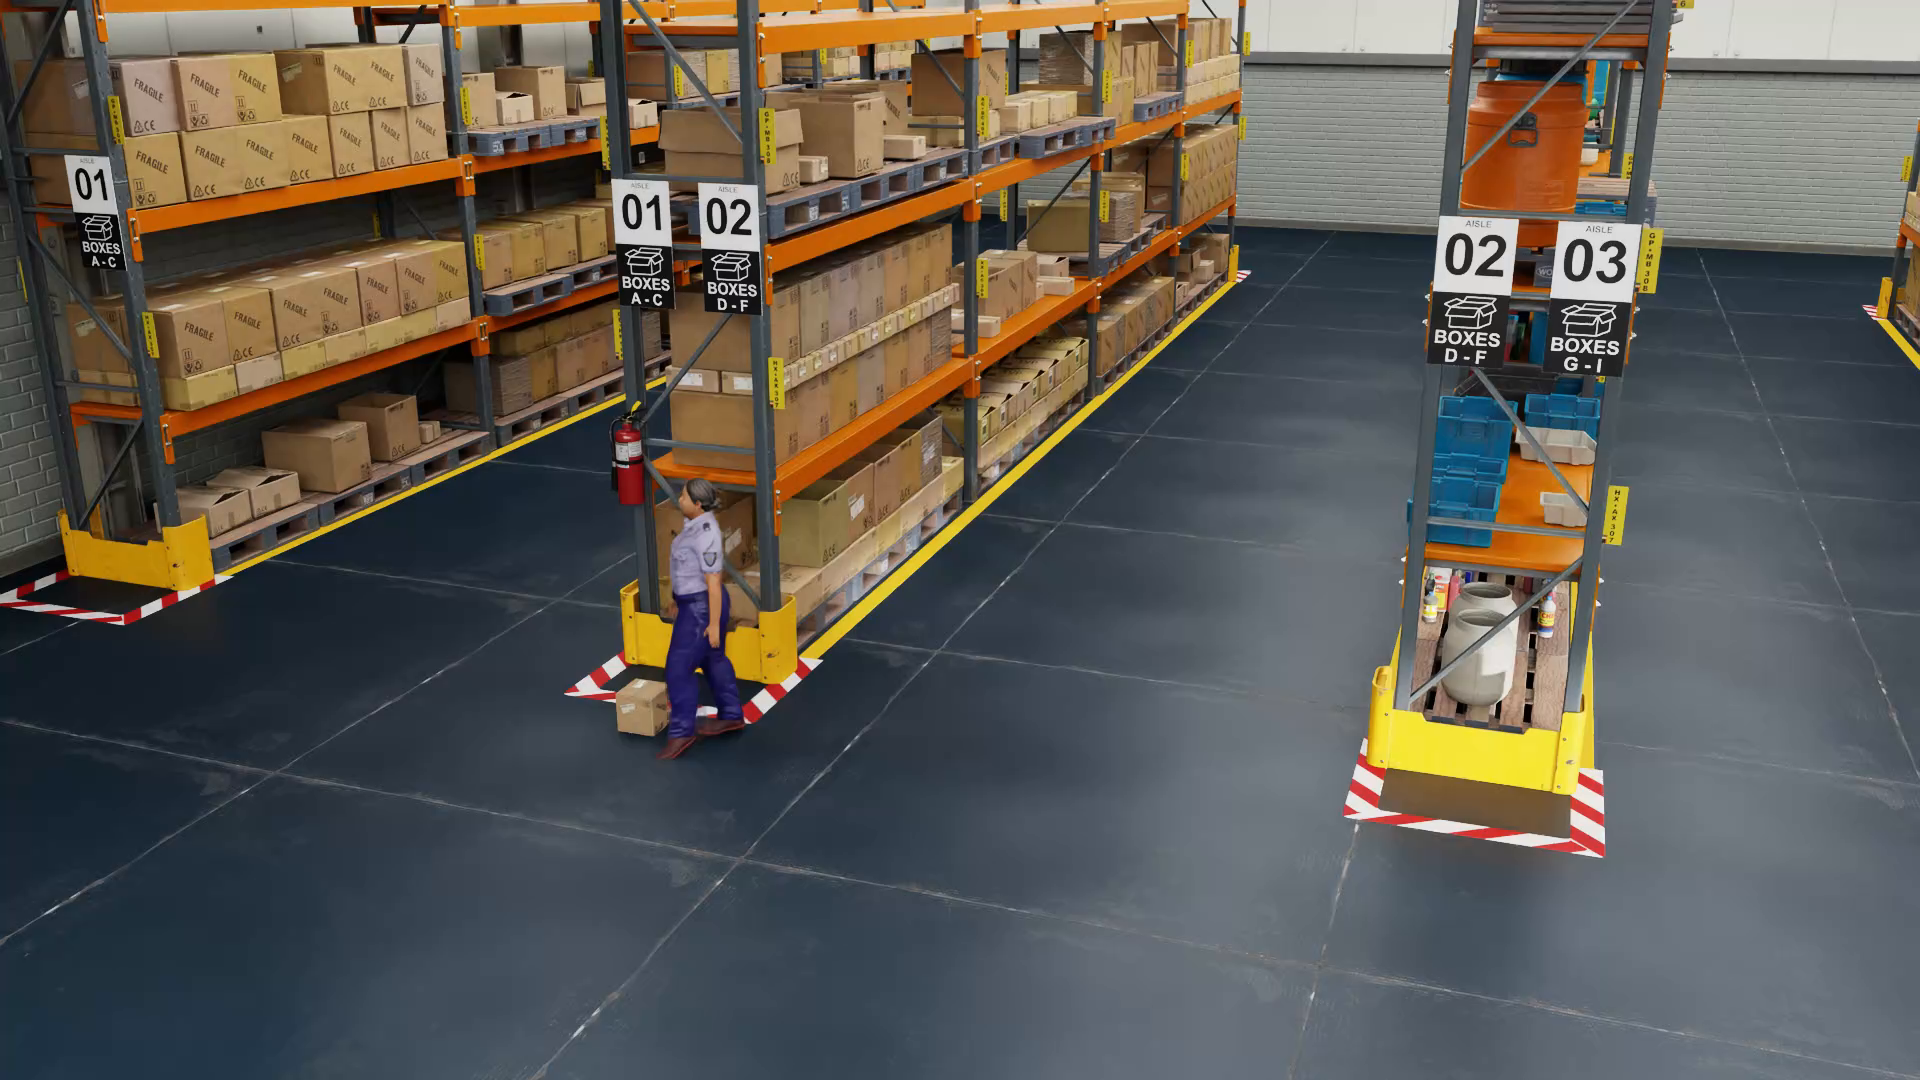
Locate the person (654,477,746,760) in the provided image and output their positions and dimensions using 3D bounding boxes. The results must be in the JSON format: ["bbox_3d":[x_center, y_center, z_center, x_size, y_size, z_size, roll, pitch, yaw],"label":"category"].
[{"bbox_3d":[-1.574,0.440,9.821,0.554,1.687,0.523,-3,19,-8],"label":"person"}]
